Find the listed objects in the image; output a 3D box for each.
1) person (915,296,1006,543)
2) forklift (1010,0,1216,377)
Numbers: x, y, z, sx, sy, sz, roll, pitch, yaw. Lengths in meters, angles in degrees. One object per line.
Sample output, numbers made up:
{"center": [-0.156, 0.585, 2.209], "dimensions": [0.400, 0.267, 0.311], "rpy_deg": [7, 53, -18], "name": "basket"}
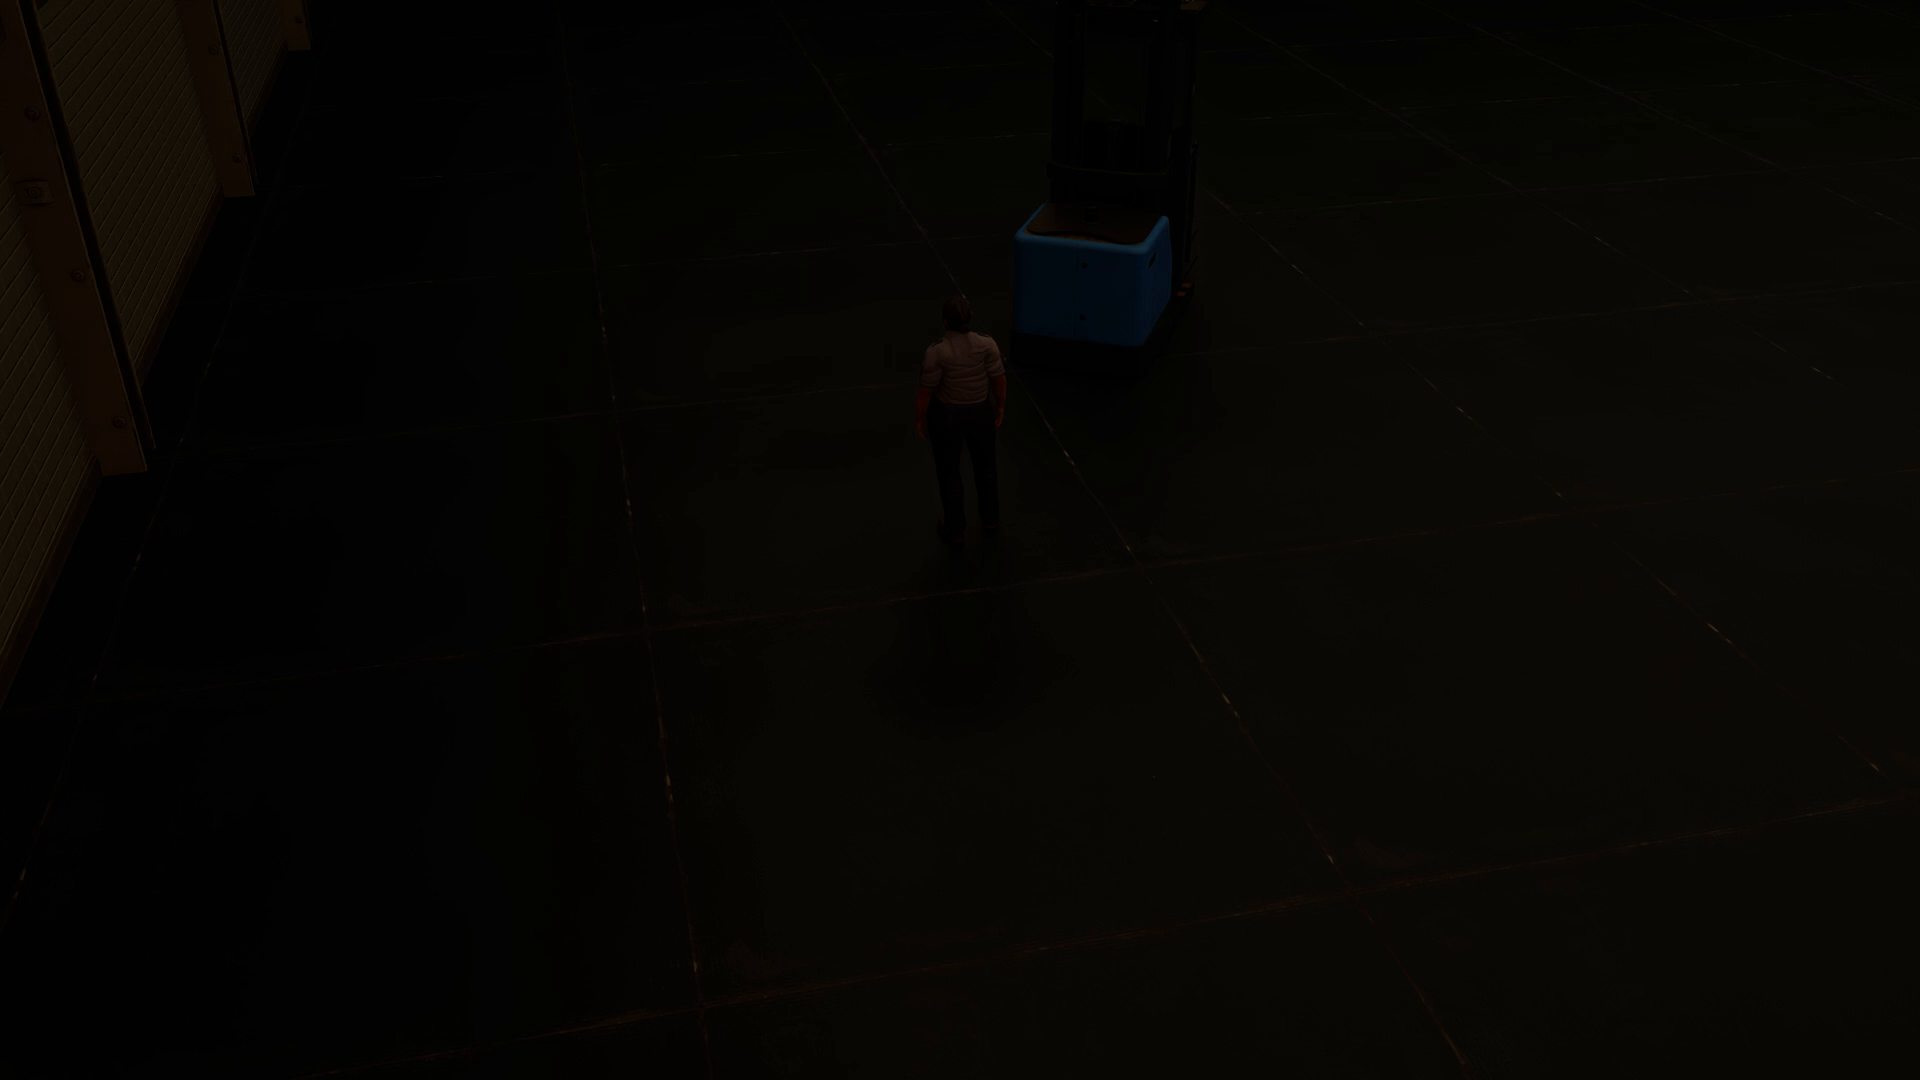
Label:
{"center": [0.001, -0.766, 10.163], "dimensions": [0.599, 1.650, 0.503], "rpy_deg": [-7, 31, -12], "name": "person"}
{"center": [1.328, -3.216, 13.130], "dimensions": [1.130, 2.935, 3.031], "rpy_deg": [9, 31, 16], "name": "forklift"}
